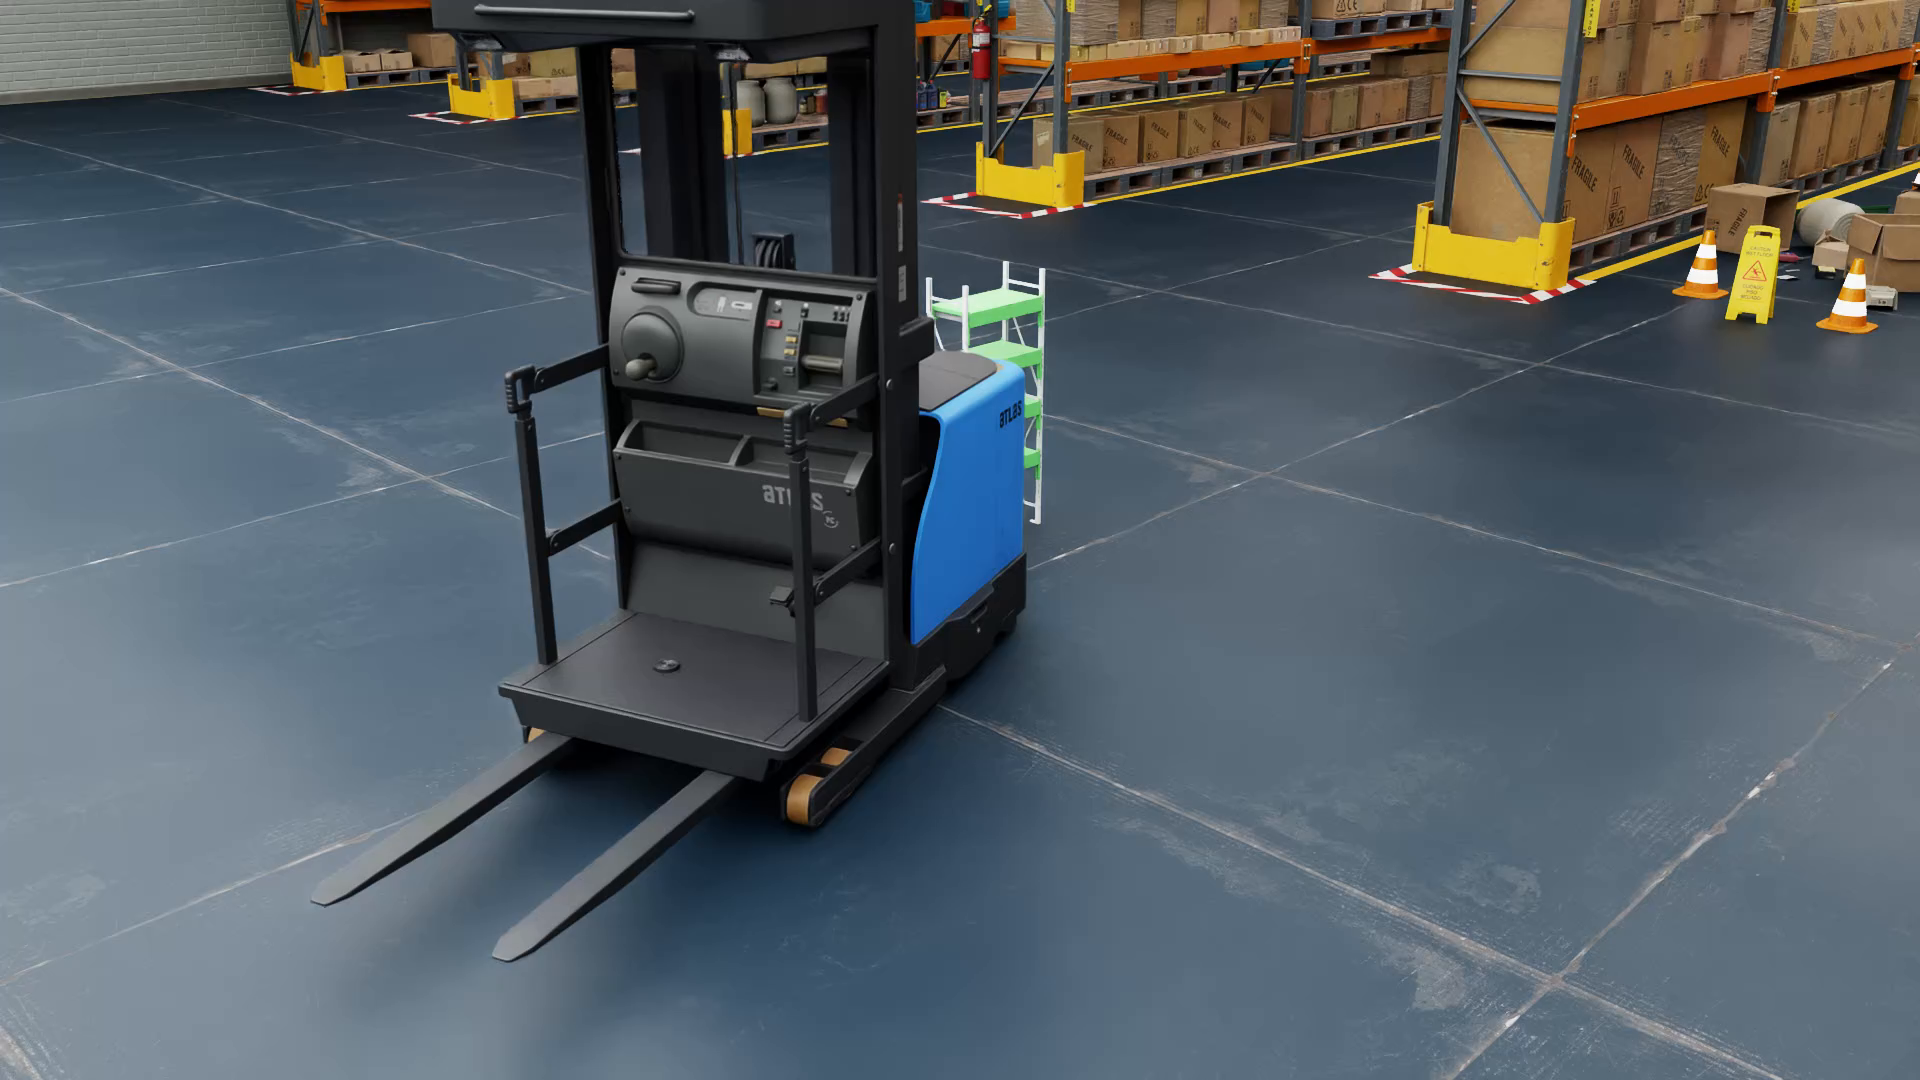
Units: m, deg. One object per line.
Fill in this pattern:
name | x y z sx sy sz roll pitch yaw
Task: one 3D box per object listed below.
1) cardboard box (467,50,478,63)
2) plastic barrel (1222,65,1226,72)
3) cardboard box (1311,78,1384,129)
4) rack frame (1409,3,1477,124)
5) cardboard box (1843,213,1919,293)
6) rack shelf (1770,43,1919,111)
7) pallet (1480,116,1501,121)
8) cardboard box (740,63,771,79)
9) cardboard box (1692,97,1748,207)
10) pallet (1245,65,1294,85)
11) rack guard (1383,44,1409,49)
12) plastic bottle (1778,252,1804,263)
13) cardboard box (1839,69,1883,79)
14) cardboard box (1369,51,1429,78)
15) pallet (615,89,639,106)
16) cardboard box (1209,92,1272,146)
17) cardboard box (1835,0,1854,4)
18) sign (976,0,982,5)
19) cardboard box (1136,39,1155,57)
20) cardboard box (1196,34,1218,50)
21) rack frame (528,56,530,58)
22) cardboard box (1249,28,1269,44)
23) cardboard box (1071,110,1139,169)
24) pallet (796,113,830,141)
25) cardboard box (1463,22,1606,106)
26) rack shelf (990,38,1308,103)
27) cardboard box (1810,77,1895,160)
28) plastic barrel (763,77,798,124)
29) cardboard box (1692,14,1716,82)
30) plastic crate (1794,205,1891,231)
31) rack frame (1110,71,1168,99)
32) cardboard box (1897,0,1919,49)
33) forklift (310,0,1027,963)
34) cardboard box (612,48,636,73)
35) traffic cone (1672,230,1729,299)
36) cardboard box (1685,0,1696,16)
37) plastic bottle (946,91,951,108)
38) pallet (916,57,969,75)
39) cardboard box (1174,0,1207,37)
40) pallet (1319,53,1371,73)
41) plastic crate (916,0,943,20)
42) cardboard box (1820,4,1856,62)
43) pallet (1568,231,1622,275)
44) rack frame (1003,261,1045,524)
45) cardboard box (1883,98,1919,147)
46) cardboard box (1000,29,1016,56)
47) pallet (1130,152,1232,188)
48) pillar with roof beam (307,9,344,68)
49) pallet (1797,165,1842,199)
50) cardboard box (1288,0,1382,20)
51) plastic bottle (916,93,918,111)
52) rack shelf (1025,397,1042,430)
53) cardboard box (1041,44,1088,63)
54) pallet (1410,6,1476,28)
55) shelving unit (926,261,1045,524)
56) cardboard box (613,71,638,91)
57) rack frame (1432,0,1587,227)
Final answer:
cardboard box | -7.933 -8.224 27.661 0.500 0.500 0.500 17 27 37
plastic barrel | 4.098 -7.634 26.136 0.421 0.512 0.421 0 21 0
cardboard box | 4.590 -5.196 19.783 0.700 0.500 0.500 16 26 36
rack frame | 6.200 -6.771 21.011 1.000 3.000 0.127 19 28 41
cardboard box | 7.131 -2.155 12.479 0.797 0.503 0.637 2 21 4
rack shelf | 8.288 -4.654 16.505 1.077 0.370 4.000 19 28 41
pallet | 6.804 -5.654 21.989 1.003 0.211 1.213 19 28 41
cardboard box | -3.227 -7.178 25.315 0.500 0.250 0.500 18 28 39
cardboard box | 6.404 -3.536 14.969 0.875 0.875 0.875 -20 28 -41
pallet | 4.874 -7.550 26.923 1.003 0.211 1.213 19 28 41
rack guard | 8.240 -8.910 30.059 1.175 0.500 0.348 19 28 41
plastic bottle | 6.657 -2.285 13.435 0.283 0.061 0.133 9 23 23
cardboard box | 9.973 -5.125 18.580 0.500 0.250 0.500 18 28 39
cardboard box | 5.391 -5.841 20.417 0.500 0.250 0.500 -16 26 -36
pallet | -5.121 -6.413 23.965 1.003 0.211 1.213 19 28 41
cardboard box | 3.102 -4.680 18.467 0.500 0.500 0.500 18 28 39
cardboard box | 8.298 -5.510 16.197 0.700 0.500 0.500 19 28 40
sign | 0.247 -6.971 21.146 0.100 0.325 0.005 19 28 41
cardboard box | 1.701 -4.863 16.396 0.380 0.149 0.250 19 28 41
cardboard box | 2.413 -5.115 17.052 0.380 0.149 0.250 19 28 41
rack frame | -7.237 -9.462 28.012 1.000 3.000 0.127 19 28 41
cardboard box | 3.072 -5.386 17.756 0.380 0.149 0.250 19 28 41
cardboard box | 1.459 -4.063 16.863 0.500 0.500 0.500 -12 24 -28
pallet | -1.489 -5.204 20.819 1.003 0.211 1.213 19 28 41
cardboard box | 4.329 -3.624 12.614 0.875 0.550 0.550 19 28 41
rack shelf | 2.014 -4.893 17.127 1.077 0.370 4.000 19 28 41
cardboard box | 9.194 -4.516 17.693 1.050 0.750 0.750 19 28 40
plastic barrel | -2.175 -5.306 20.082 0.421 0.512 0.421 0 21 0
cardboard box | 5.816 -4.192 14.090 0.875 0.550 0.550 19 28 41
plastic crate | 7.710 -2.818 14.563 0.662 0.188 0.450 -6 12 -15
rack frame | 2.651 -8.011 24.236 1.000 3.000 0.127 19 28 41
cardboard box | 9.562 -5.368 17.219 0.500 0.500 0.500 19 28 41
forklift | -0.809 -0.641 5.158 1.130 2.935 3.031 9 23 23
cardboard box | -4.894 -6.925 23.612 0.500 0.500 0.500 19 28 41
traffic cone | 5.490 -2.045 12.249 0.336 0.463 0.334 19 28 41
cardboard box | 5.471 -4.551 13.519 0.875 0.550 0.500 19 28 41
plastic bottle | -0.169 -5.711 21.538 0.097 0.201 0.097 0 21 0
pallet | -0.347 -8.133 28.439 1.003 0.211 1.213 19 28 41
cardboard box | 2.022 -5.437 16.985 0.875 0.500 0.500 19 28 41
pallet | 6.778 -8.251 28.748 1.003 0.211 1.213 19 28 41
plastic crate | -0.595 -6.851 21.305 0.767 0.338 0.504 19 28 41
cardboard box | 8.155 -4.848 15.868 0.500 0.500 0.500 19 28 40
pallet | 4.604 -2.371 13.449 1.003 0.211 1.213 19 28 41
rack frame | 0.286 -0.665 7.633 0.240 1.200 0.015 19 28 41
cardboard box | 10.360 -4.651 18.394 0.500 0.500 0.500 18 27 38
cardboard box | 0.702 -8.735 28.990 0.500 0.500 0.500 18 27 39
pallet | 2.115 -3.945 17.544 1.003 0.211 1.213 19 28 41
pillar with roof beam | -7.075 -10.553 22.489 9.100 9.000 0.400 19 28 41
pallet | 8.228 -3.707 16.924 1.003 0.211 1.213 19 28 41
cardboard box | 4.064 -6.388 18.593 1.000 1.000 1.000 19 28 41
plastic bottle | -0.599 -5.581 21.086 0.133 0.283 0.061 -18 27 -39
rack shelf | 0.115 -0.543 7.493 0.258 0.148 0.480 19 28 41
cardboard box | 0.989 -4.611 15.741 0.380 0.149 0.250 19 28 41
pallet | 5.779 -6.472 20.499 1.213 0.211 1.003 19 28 41
shelving unit | 0.115 -0.603 7.470 0.258 1.200 0.503 19 28 41
cardboard box | -4.895 -6.575 23.748 0.500 0.250 0.500 19 28 41
rack frame | 4.102 -3.448 12.363 1.000 3.000 0.127 19 28 41
